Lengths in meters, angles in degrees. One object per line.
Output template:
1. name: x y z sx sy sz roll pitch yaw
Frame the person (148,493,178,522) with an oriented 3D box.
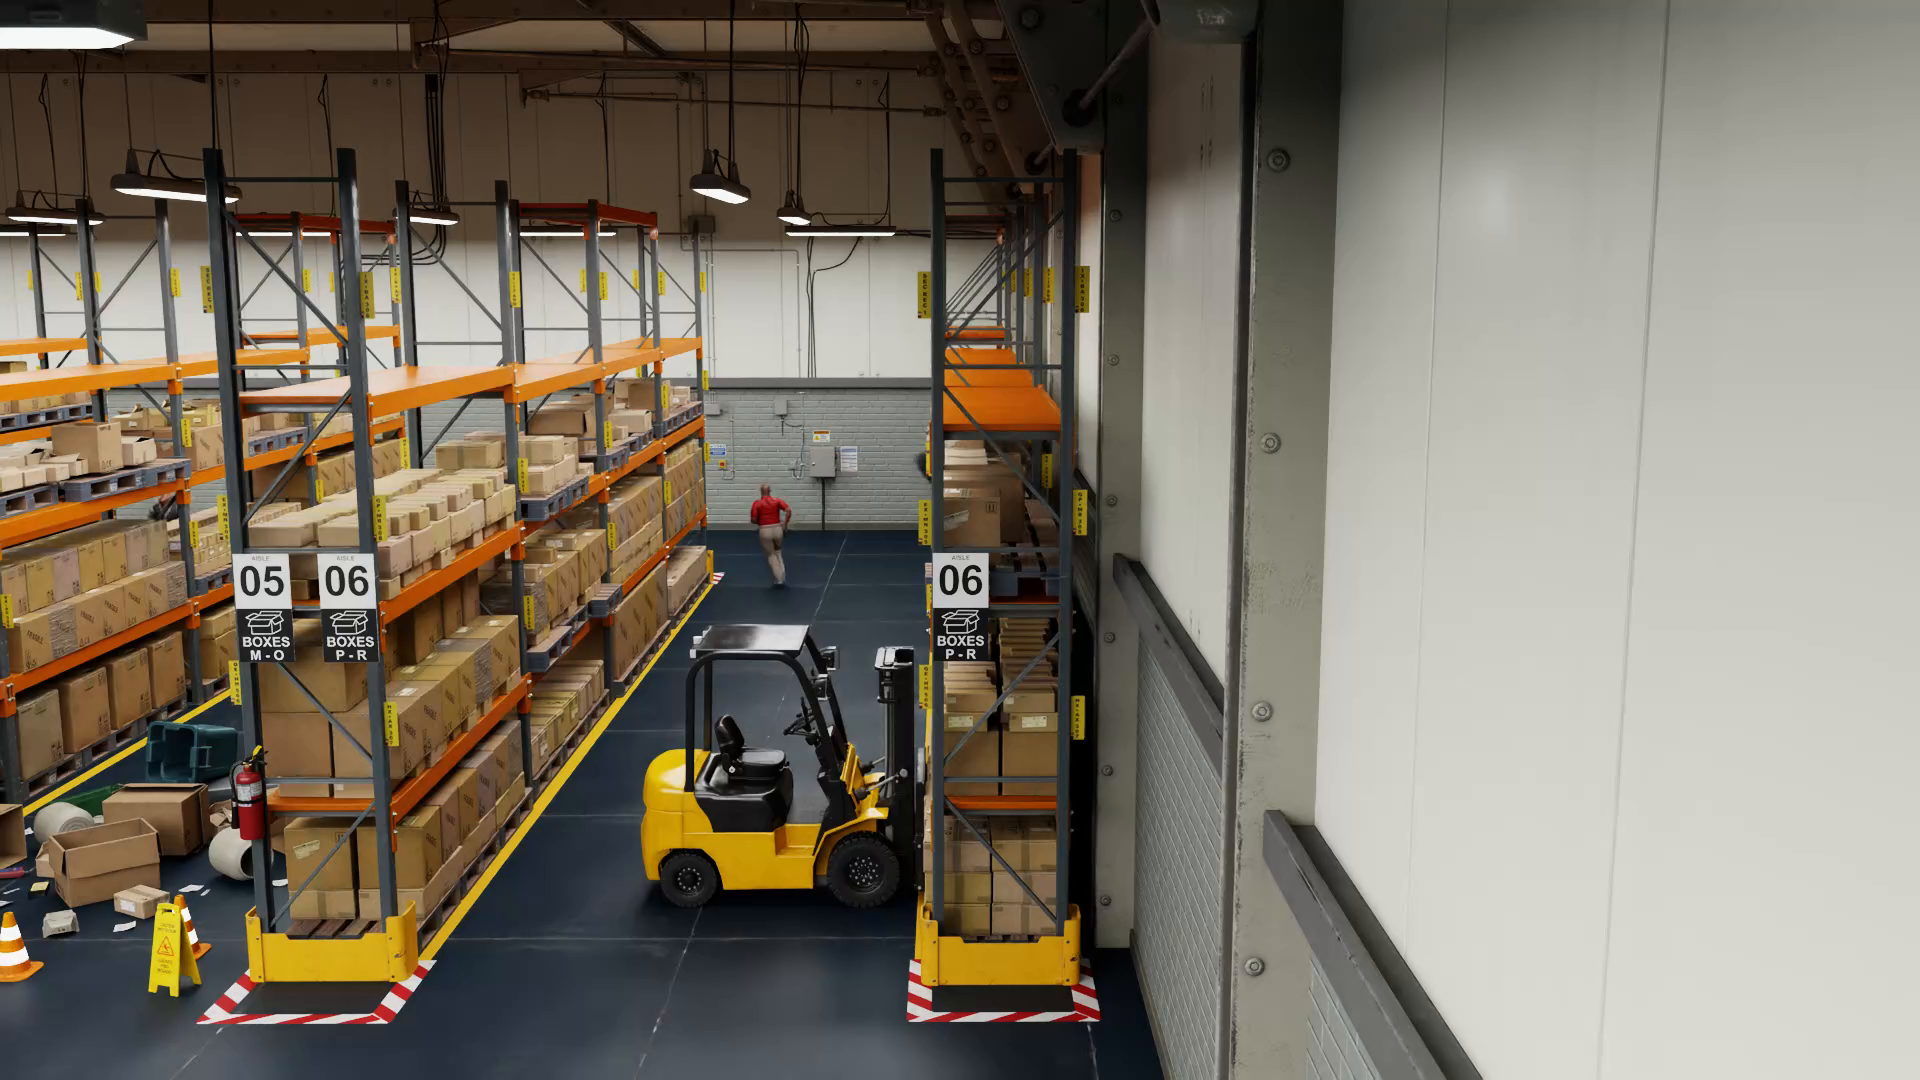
1. person: -13.005 -0.020 27.375 0.687 1.659 0.630 -3 10 -17

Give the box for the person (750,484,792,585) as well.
1. person: -3.159 -0.051 27.617 0.643 1.766 0.754 -4 10 -25
